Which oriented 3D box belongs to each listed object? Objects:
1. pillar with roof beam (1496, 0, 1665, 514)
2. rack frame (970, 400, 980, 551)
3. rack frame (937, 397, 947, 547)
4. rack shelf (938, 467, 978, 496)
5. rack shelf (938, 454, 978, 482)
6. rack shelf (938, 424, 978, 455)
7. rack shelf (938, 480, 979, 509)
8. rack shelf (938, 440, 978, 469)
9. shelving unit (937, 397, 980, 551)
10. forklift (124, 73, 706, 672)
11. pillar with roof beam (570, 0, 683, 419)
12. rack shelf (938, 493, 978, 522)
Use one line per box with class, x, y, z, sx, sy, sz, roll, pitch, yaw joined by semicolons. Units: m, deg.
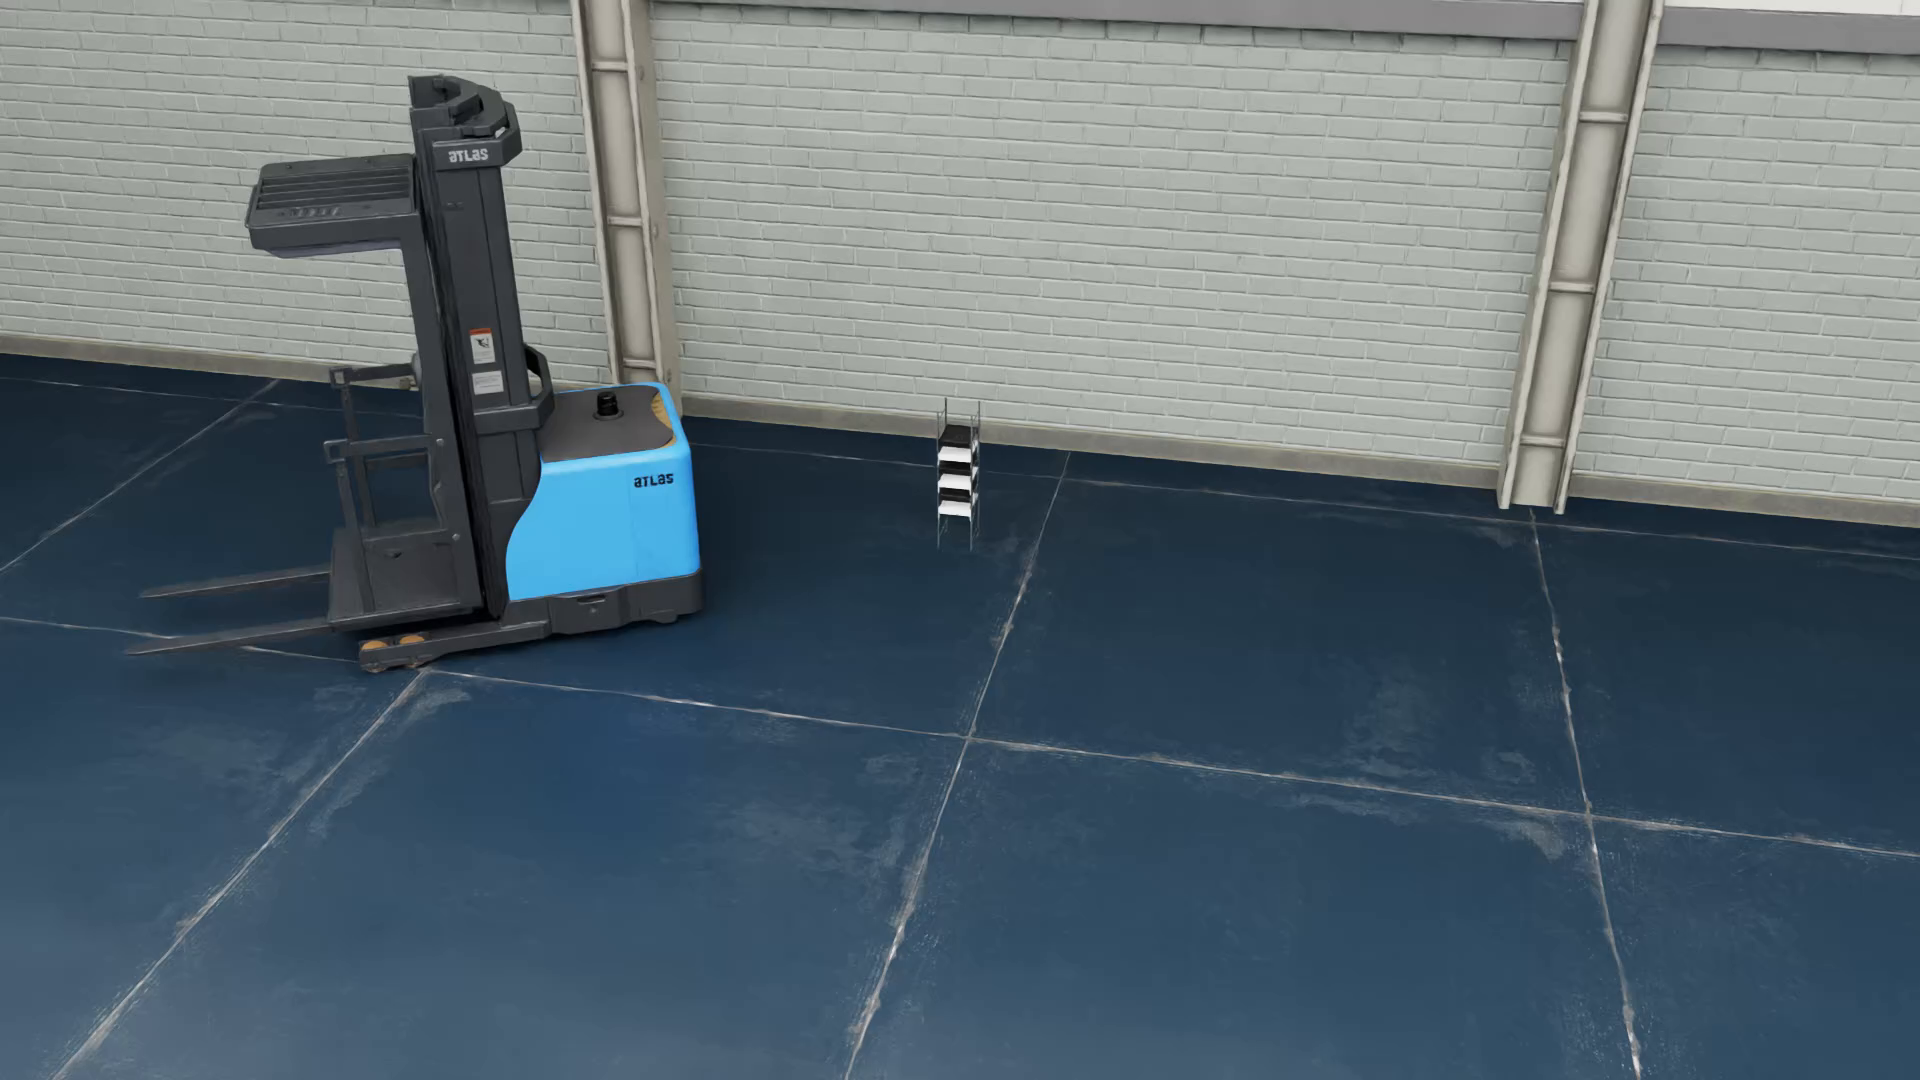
pillar with roof beam;2.769;-2.179;4.860;0.400;9.000;9.100;6;29;11
rack frame;0.091;-0.385;10.017;0.006;0.900;0.240;6;29;11
rack frame;-0.107;-0.406;10.054;0.006;0.900;0.240;6;29;11
rack shelf;-0.008;-0.366;10.051;0.200;0.077;0.258;6;29;11
rack shelf;-0.008;-0.445;10.008;0.200;0.077;0.258;6;29;11
rack shelf;-0.008;-0.603;9.922;0.200;0.077;0.258;6;29;11
rack shelf;-0.008;-0.287;10.095;0.200;0.077;0.258;6;29;11
rack shelf;-0.008;-0.524;9.965;0.200;0.077;0.258;6;29;11
shelving unit;-0.008;-0.396;10.035;0.210;0.900;0.258;6;29;11
forklift;-3.018;-0.857;8.763;3.031;2.935;1.130;-8;30;-15
pillar with roof beam;-3.098;-2.781;5.959;0.400;9.000;9.100;6;29;11
rack shelf;-0.008;-0.208;10.138;0.200;0.077;0.258;6;29;11
